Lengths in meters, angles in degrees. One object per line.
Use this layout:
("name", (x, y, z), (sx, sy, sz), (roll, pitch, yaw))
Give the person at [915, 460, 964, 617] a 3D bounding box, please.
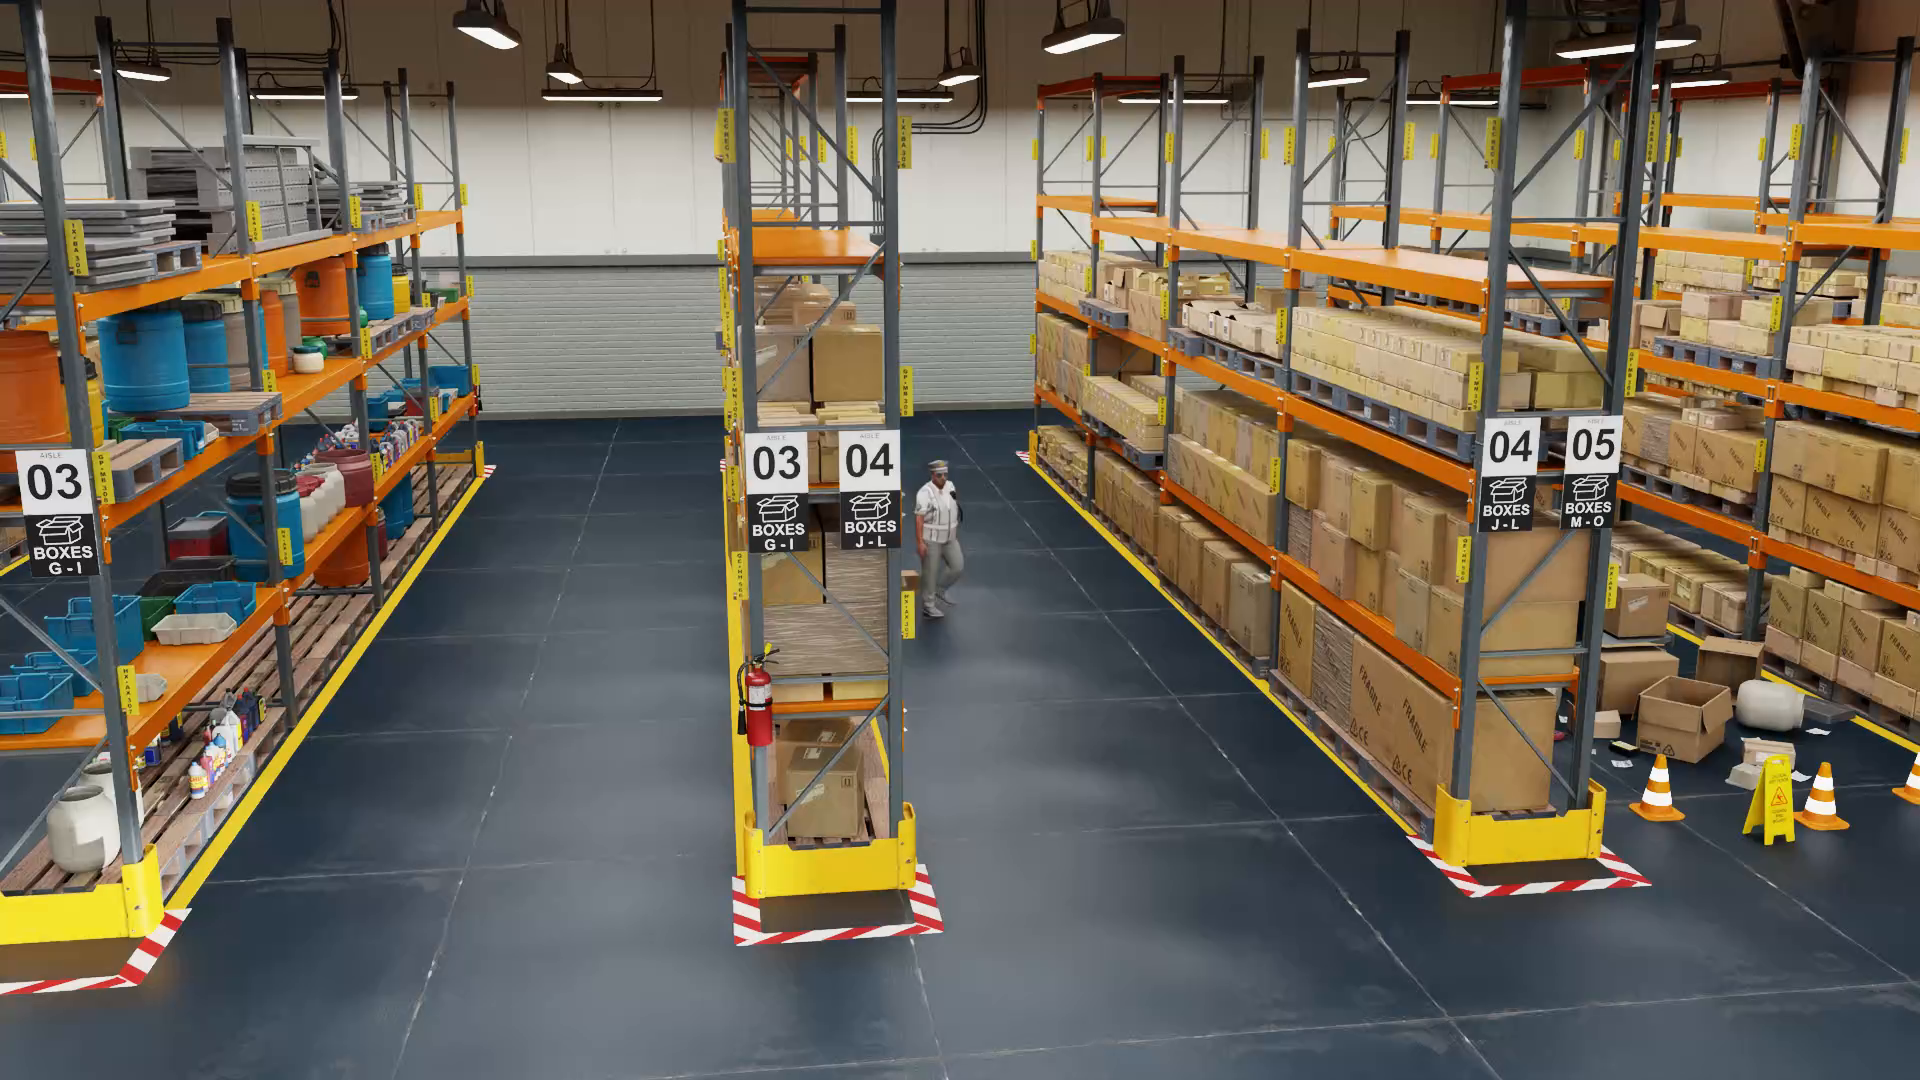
("person", (-0.256, -0.031, 18.023), (0.588, 1.749, 0.488), (-11, 17, -38))
